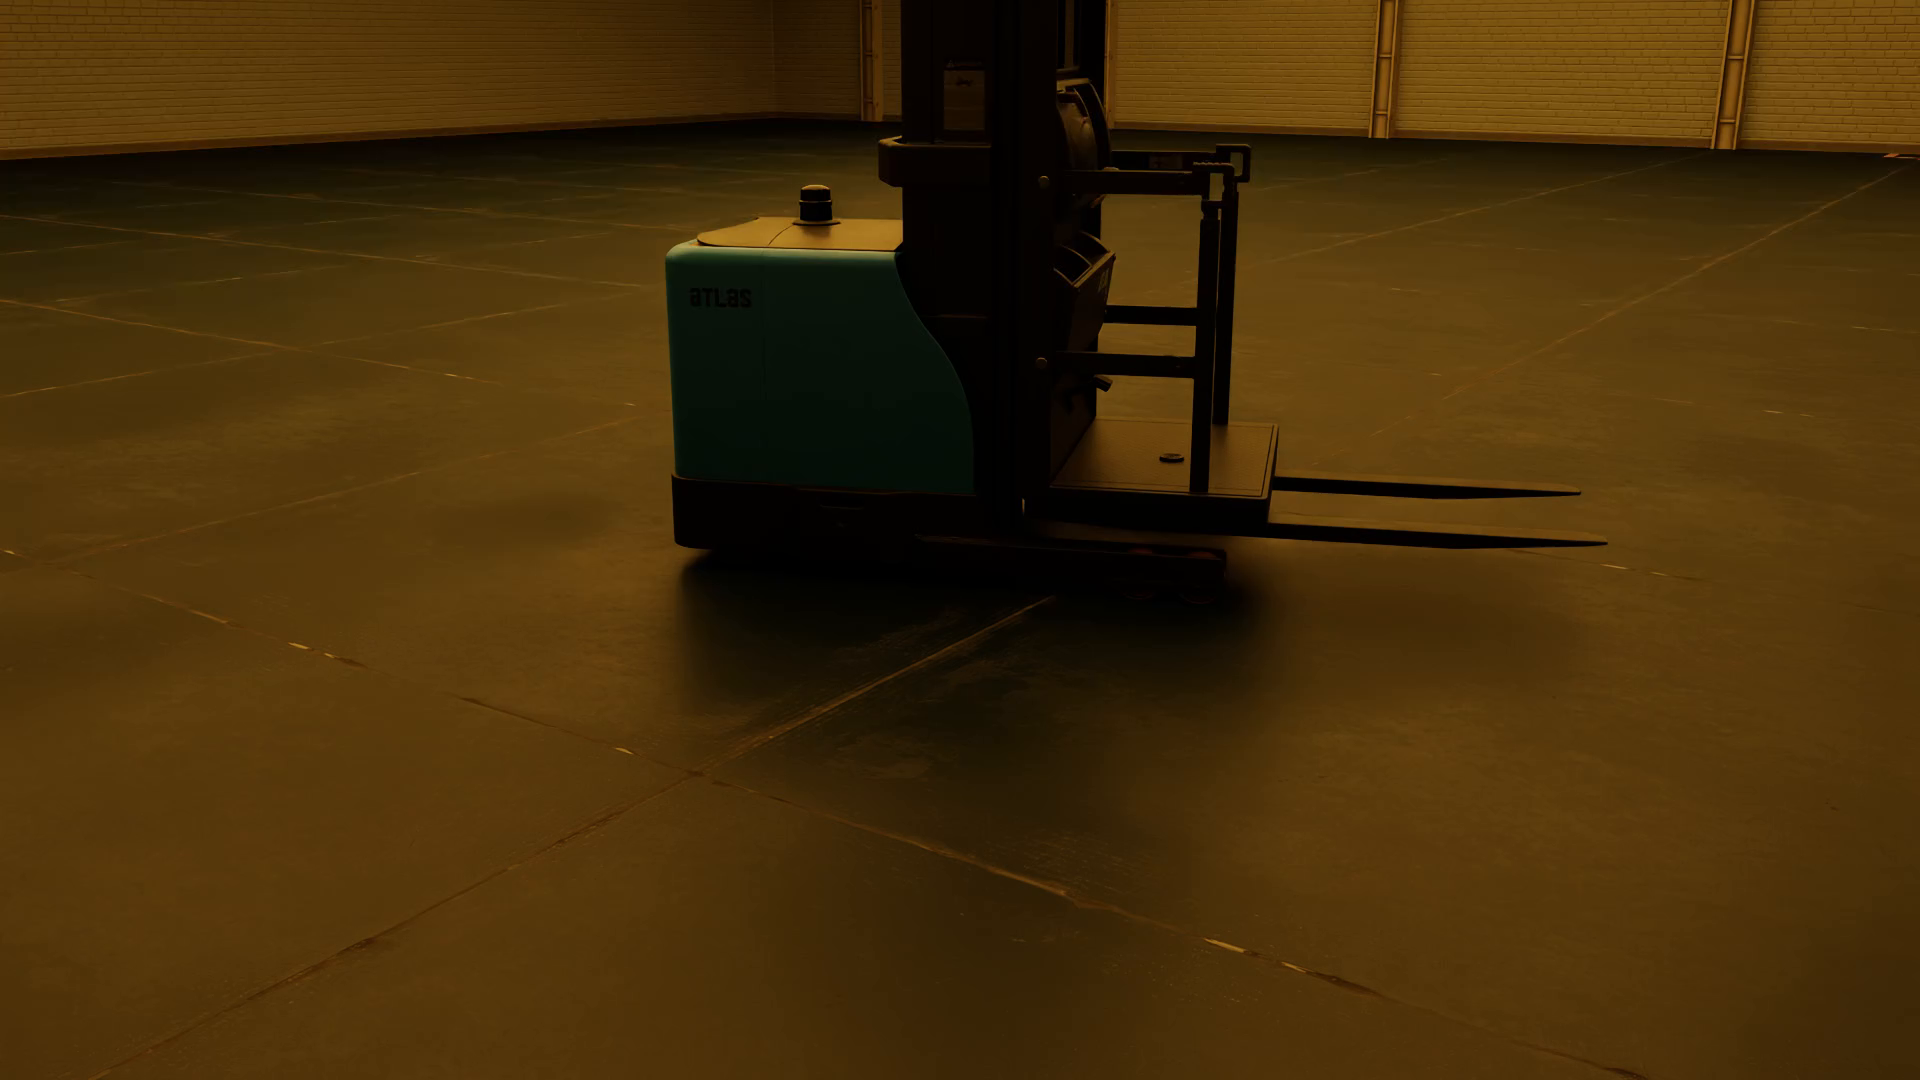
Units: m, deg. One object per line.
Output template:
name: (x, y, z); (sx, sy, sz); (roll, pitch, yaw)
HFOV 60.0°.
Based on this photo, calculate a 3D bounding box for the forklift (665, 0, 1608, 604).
forklift: (0.595, -1.367, 5.404); (3.031, 2.935, 1.130); (4, 17, 12)
